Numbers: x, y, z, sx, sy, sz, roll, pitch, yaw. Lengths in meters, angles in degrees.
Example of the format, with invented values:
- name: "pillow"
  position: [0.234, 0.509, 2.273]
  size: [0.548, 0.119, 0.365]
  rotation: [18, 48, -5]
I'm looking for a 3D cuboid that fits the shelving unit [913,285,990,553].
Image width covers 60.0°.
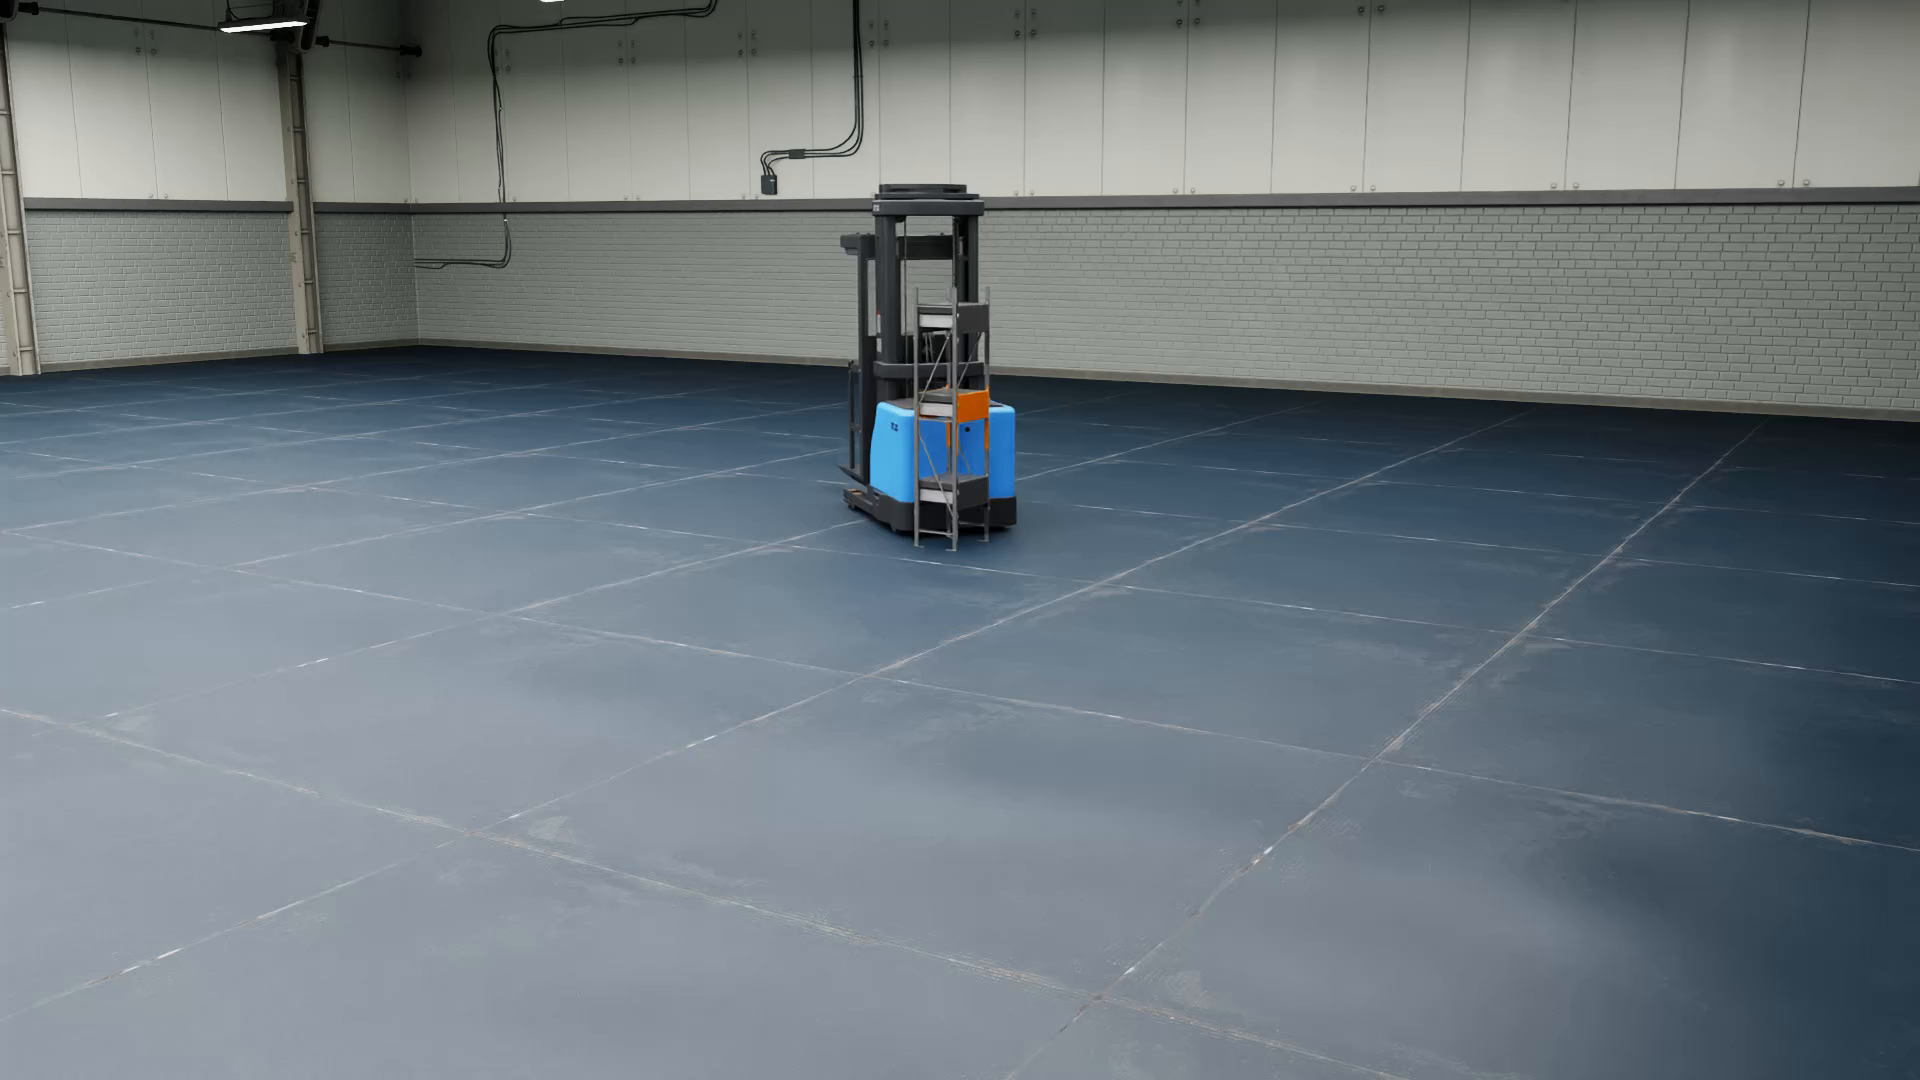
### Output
- name: "shelving unit"
  position: [-0.064, -0.990, 13.450]
  size: [0.431, 2.100, 0.503]
  rotation: [7, 13, 32]

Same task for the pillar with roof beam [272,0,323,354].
- name: "pillar with roof beam"
  position: [-9.857, -7.906, 31.644]
  size: [9.100, 9.000, 0.548]
  rotation: [6, 12, 31]

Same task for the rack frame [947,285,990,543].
- name: "rack frame"
  position: [0.067, -1.028, 13.652]
  size: [0.400, 2.100, 0.015]
  rotation: [7, 13, 32]

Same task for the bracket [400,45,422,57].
- name: "bracket"
  position: [-11.787, -10.491, 35.668]
  size: [0.235, 0.232, 0.430]
  rotation: [6, 12, 31]

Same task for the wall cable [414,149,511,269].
- name: "wall cable"
  position: [-10.876, -7.128, 35.927]
  size: [3.097, 2.526, 0.112]
  rotation: [6, 12, 31]

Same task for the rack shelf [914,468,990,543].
- name: "rack shelf"
  position: [-0.064, -0.288, 13.581]
  size: [0.431, 0.518, 0.480]
  rotation: [7, 13, 32]

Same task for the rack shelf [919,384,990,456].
- name: "rack shelf"
  position: [-0.064, -0.976, 13.453]
  size: [0.431, 0.518, 0.480]
  rotation: [7, 13, 32]

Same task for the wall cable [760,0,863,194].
- name: "wall cable"
  position: [-2.771, -9.416, 30.470]
  size: [2.305, 6.003, 0.169]
  rotation: [6, 12, 31]

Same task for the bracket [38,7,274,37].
- name: "bracket"
  position: [-14.786, -9.582, 30.816]
  size: [0.076, 0.066, 4.783]
  rotation: [6, 12, 31]

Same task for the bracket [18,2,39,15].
- name: "bracket"
  position: [-16.132, -9.174, 28.637]
  size: [0.235, 0.232, 0.430]
  rotation: [6, 12, 31]

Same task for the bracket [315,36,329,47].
- name: "bracket"
  position: [-13.017, -10.118, 33.677]
  size: [0.235, 0.232, 0.430]
  rotation: [6, 12, 31]

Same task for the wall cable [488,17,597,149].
- name: "wall cable"
  position: [-8.564, -9.352, 34.082]
  size: [3.097, 2.526, 0.112]
  rotation: [6, 12, 31]

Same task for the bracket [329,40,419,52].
- name: "bracket"
  position: [-12.093, -10.398, 35.172]
  size: [0.076, 0.066, 3.189]
  rotation: [6, 12, 31]

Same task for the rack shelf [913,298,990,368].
- name: "rack shelf"
  position: [-0.064, -1.665, 13.324]
  size: [0.431, 0.518, 0.480]
  rotation: [7, 13, 32]

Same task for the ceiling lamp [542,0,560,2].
- name: "ceiling lamp"
  position: [-5.167, -9.419, 23.863]
  size: [2.000, 3.185, 0.800]
  rotation: [6, 12, 31]

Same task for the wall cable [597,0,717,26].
- name: "wall cable"
  position: [-5.919, -11.292, 32.084]
  size: [3.097, 2.526, 0.112]
  rotation: [6, 12, 31]

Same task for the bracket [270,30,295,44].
- name: "bracket"
  position: [-13.448, -9.987, 32.980]
  size: [0.235, 0.232, 0.430]
  rotation: [6, 12, 31]

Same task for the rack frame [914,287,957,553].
- name: "rack frame"
  position: [-0.195, -0.952, 13.248]
  size: [0.400, 2.100, 0.015]
  rotation: [7, 13, 32]

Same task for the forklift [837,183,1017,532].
- name: "forklift"
  position: [-0.450, -1.736, 15.174]
  size: [1.130, 2.935, 3.031]
  rotation: [-3, 11, -17]

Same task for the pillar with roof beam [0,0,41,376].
- name: "pillar with roof beam"
  position: [-12.972, -6.962, 26.604]
  size: [9.100, 9.000, 0.548]
  rotation: [6, 12, 31]

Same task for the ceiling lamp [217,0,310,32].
- name: "ceiling lamp"
  position: [-11.483, -10.125, 27.634]
  size: [2.000, 3.185, 0.800]
  rotation: [6, 12, 31]
